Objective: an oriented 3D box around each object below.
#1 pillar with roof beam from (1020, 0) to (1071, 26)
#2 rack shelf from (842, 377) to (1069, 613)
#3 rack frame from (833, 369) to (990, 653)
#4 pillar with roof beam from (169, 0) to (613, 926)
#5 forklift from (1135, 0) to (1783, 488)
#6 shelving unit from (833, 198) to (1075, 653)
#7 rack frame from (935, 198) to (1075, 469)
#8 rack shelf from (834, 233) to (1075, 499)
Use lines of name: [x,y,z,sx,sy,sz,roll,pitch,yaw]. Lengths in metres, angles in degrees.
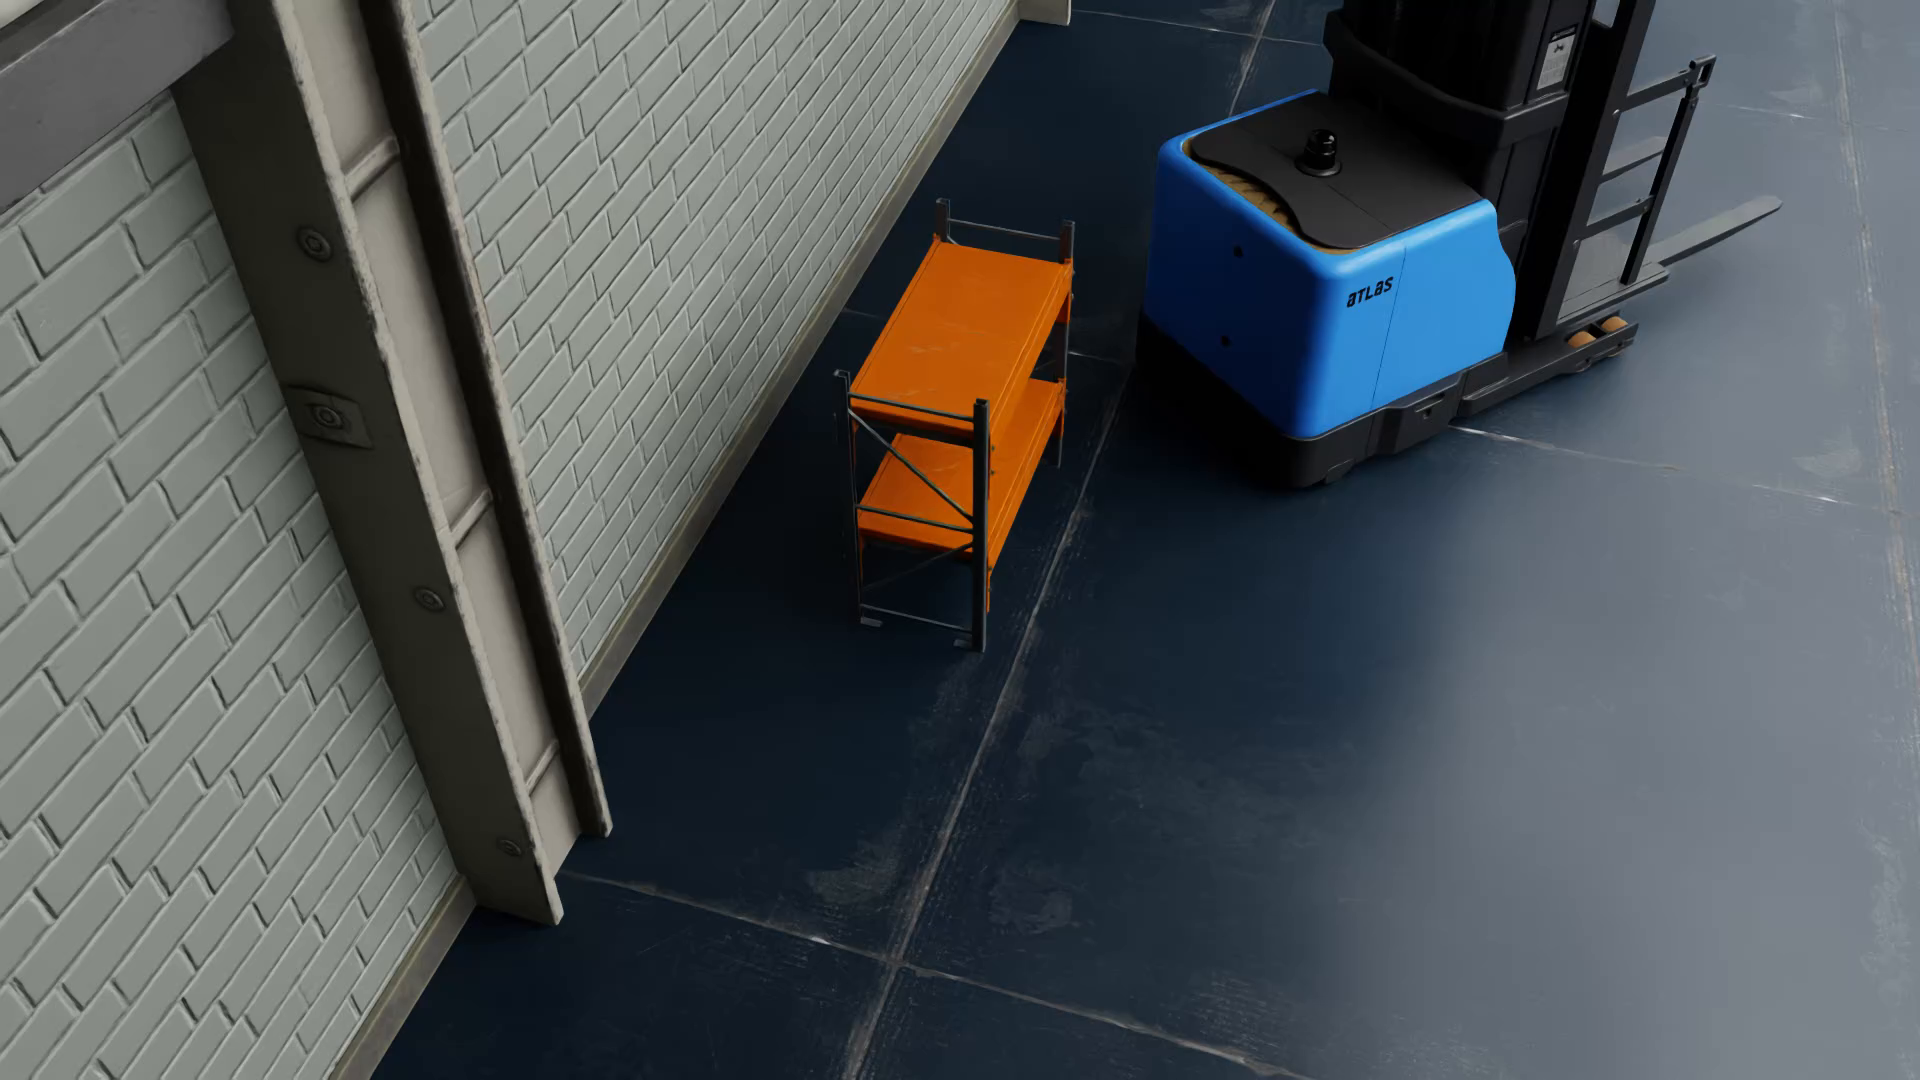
pillar with roof beam: [4.607,-5.294,5.226,9.100,9.000,0.400,13,46,13]
rack shelf: [0.002,-0.232,6.032,0.538,0.278,1.000,13,46,13]
rack frame: [-0.152,-0.068,5.515,0.500,1.125,0.032,13,46,13]
pillar with roof beam: [2.790,-1.295,1.139,9.100,9.000,0.400,13,46,13]
forklift: [2.250,-2.041,6.240,3.031,2.935,1.130,-24,49,-22]
shelving unit: [0.002,-0.407,5.861,0.538,1.125,1.048,13,46,13]
rack frame: [0.156,-0.745,6.207,0.500,1.125,0.032,13,46,13]
rack shelf: [0.002,-0.616,5.656,0.538,0.278,1.000,13,46,13]
